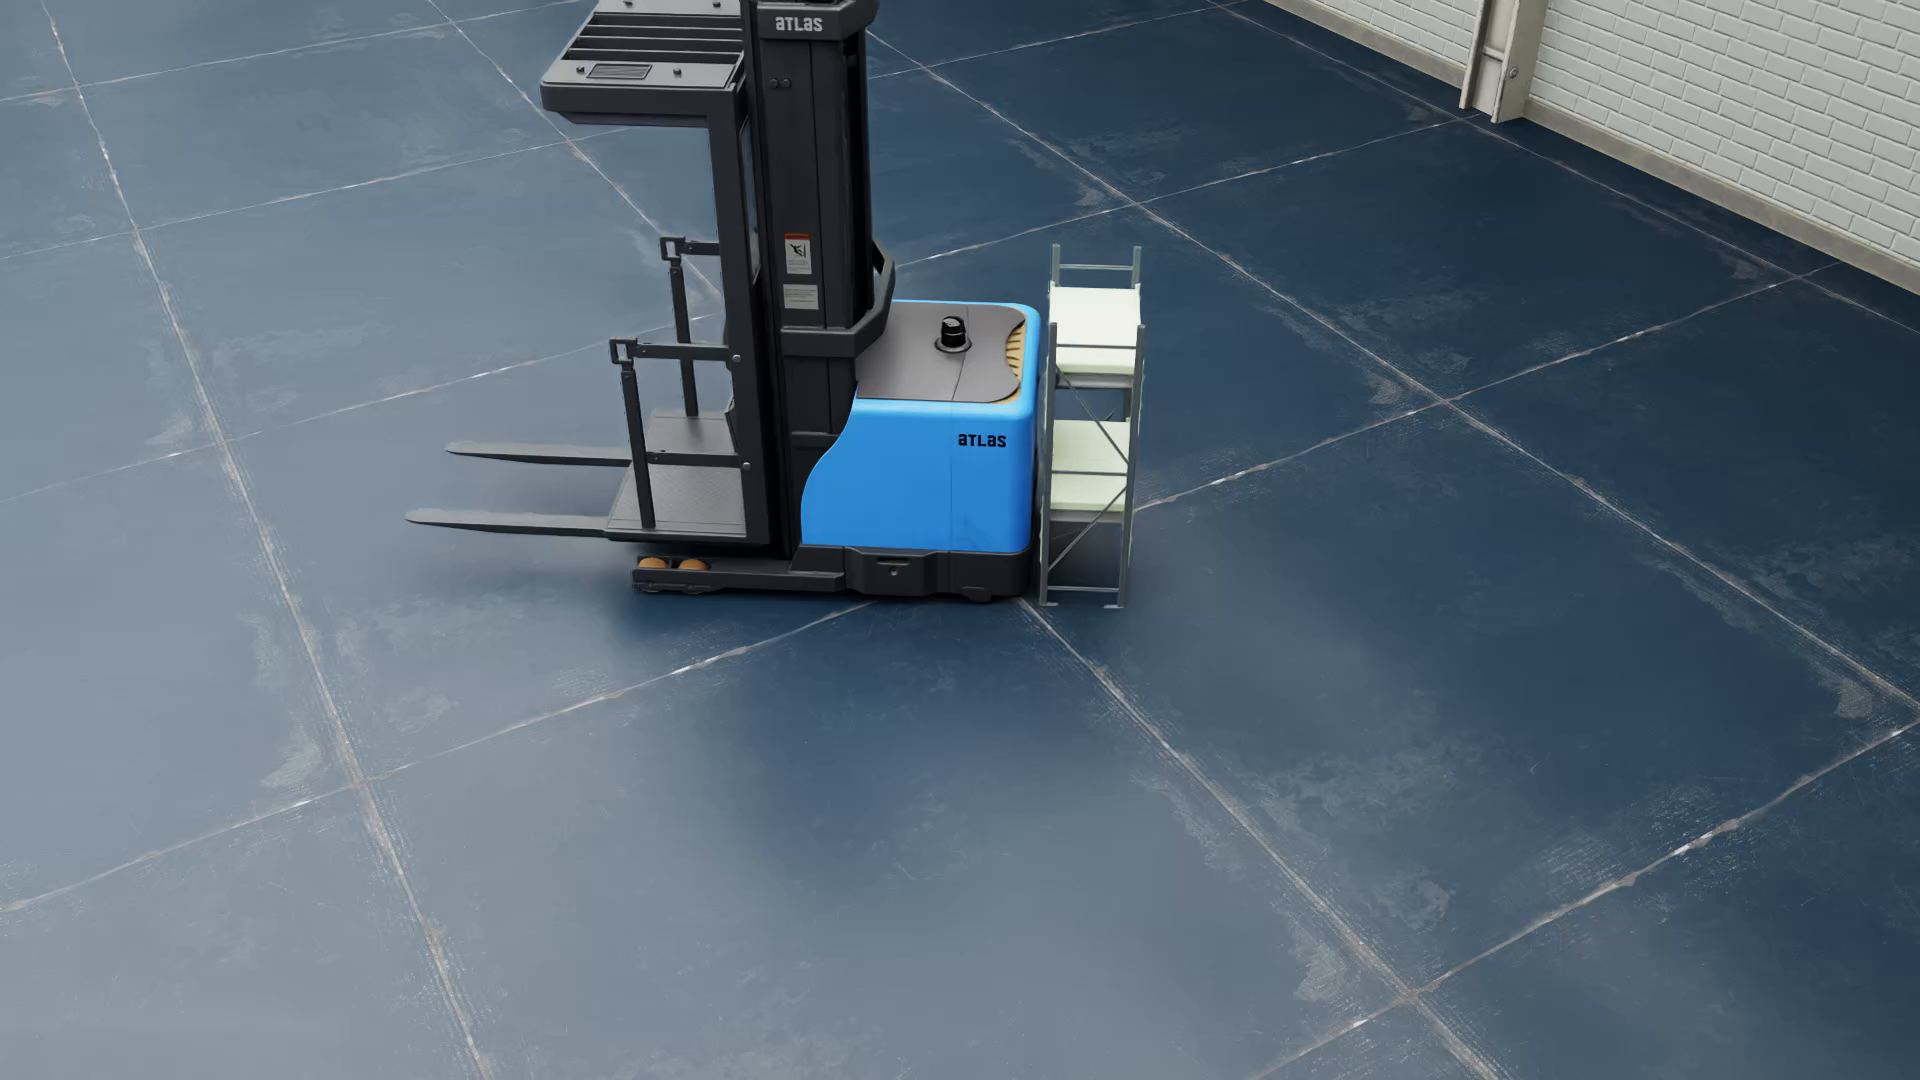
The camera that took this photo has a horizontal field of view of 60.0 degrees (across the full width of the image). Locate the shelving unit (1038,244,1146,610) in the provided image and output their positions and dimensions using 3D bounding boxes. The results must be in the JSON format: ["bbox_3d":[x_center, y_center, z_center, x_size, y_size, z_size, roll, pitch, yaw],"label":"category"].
[{"bbox_3d":[-8.270,-8.574,18.718,19.873,1.500,26.919,2,36,3],"label":"shelving unit"}]

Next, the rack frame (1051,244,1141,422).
[{"bbox_3d":[0.620,-0.723,7.969,0.400,1.500,0.023,2,36,3],"label":"rack frame"}]

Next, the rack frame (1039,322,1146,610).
[{"bbox_3d":[0.573,-0.293,7.379,0.400,1.500,0.023,2,36,3],"label":"rack frame"}]

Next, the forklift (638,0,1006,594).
[{"bbox_3d":[-10.959,-13.348,18.886,24.833,9.011,32.329,2,36,3],"label":"forklift"}]

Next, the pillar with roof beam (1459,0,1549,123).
[{"bbox_3d":[0.356,-5.649,8.354,9.100,9.000,0.400,-19,40,-24],"label":"pillar with roof beam"}]

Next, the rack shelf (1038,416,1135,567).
[{"bbox_3d":[-8.270,-8.220,18.988,19.873,0.609,26.902,2,36,3],"label":"rack shelf"}]

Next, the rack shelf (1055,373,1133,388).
[{"bbox_3d":[0.597,-0.881,7.402,0.332,0.071,0.664,2,36,3],"label":"rack shelf"}]
